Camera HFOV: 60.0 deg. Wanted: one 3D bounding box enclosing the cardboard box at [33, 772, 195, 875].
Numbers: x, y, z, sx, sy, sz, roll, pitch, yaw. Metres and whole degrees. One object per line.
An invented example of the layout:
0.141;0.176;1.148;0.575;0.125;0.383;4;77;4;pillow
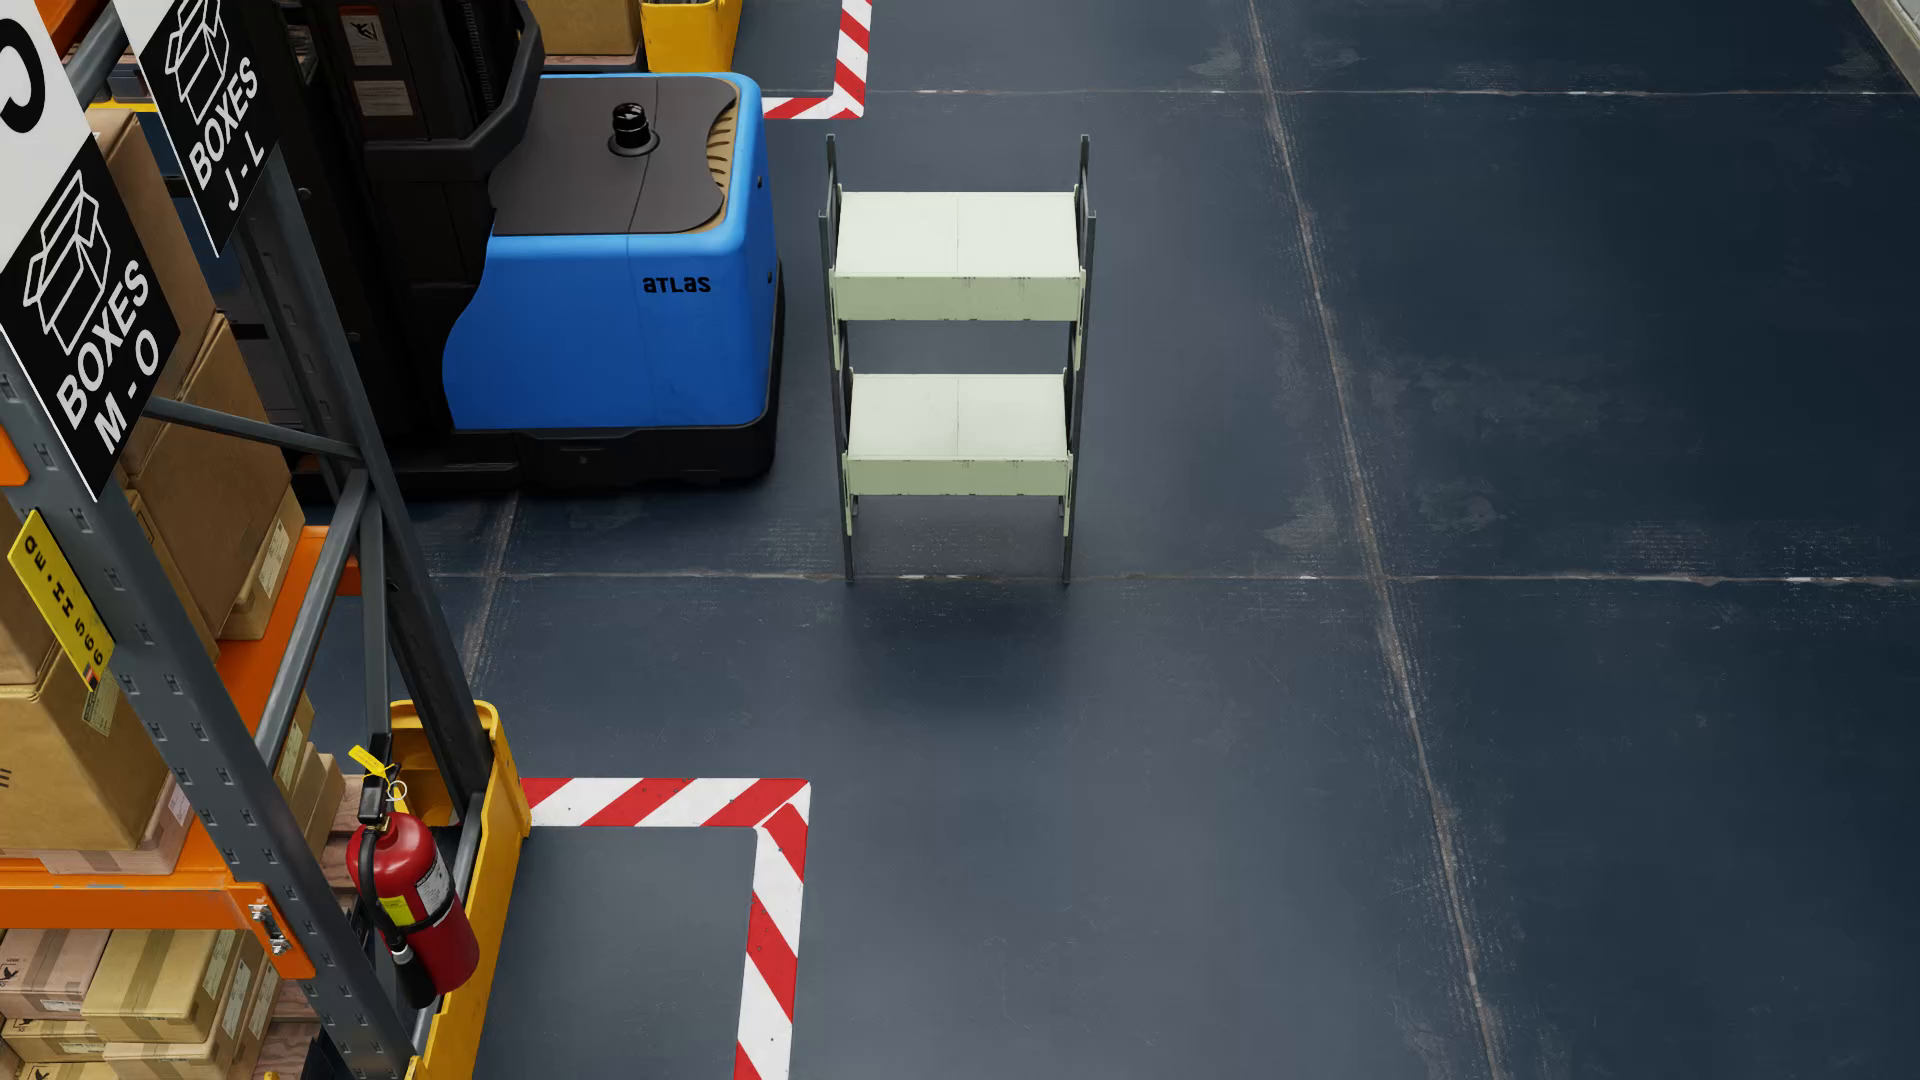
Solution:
-1.706;0.487;3.419;0.250;0.149;0.380;0;47;0;cardboard box

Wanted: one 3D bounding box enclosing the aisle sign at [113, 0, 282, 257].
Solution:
-1.305;-0.909;2.771;0.004;0.787;0.394;0;47;0;aisle sign

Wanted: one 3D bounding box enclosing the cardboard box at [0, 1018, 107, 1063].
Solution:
-2.169;1.090;4.144;0.250;0.149;0.380;-1;47;-1;cardboard box

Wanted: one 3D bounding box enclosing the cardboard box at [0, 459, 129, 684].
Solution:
-1.837;-0.100;2.839;0.500;0.500;0.500;-1;47;-1;cardboard box

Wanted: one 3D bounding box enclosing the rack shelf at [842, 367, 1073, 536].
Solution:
-0.007;-0.289;5.440;0.720;0.370;0.431;0;47;0;rack shelf

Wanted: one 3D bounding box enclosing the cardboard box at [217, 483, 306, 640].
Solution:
-1.701;0.041;3.835;0.250;0.149;0.380;0;47;0;cardboard box

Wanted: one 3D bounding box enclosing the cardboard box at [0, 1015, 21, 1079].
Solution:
-2.427;1.130;4.107;0.250;0.149;0.380;-2;47;-1;cardboard box

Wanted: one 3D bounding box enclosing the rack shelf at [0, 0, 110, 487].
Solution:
-3.379;-0.587;2.689;4.000;0.370;1.077;0;47;0;rack shelf

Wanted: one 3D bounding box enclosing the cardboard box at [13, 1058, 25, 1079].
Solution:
-2.427;1.185;4.259;0.250;0.149;0.380;0;47;0;cardboard box

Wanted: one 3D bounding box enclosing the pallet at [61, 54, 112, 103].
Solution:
-4.499;-2.436;7.873;1.213;0.211;1.003;0;47;0;pallet

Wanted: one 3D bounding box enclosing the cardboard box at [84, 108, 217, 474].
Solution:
-1.827;-0.476;3.189;0.500;0.500;0.500;0;47;0;cardboard box

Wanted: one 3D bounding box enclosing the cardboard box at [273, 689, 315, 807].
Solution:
-1.901;0.571;4.423;0.250;0.149;0.380;-2;47;-2;cardboard box

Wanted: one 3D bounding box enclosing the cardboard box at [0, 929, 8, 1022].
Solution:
-2.420;1.055;3.973;0.250;0.149;0.380;-1;47;-1;cardboard box

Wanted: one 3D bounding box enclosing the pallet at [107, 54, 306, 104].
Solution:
-3.276;-2.435;7.872;1.213;0.211;1.003;0;47;0;pallet

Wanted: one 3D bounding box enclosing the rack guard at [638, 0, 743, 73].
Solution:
-1.235;-2.583;7.813;0.348;0.500;1.175;0;47;0;rack guard

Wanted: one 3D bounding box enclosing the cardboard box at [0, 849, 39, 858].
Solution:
-1.954;0.459;3.445;0.250;0.149;0.380;0;47;0;cardboard box

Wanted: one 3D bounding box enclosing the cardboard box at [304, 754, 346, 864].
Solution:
-1.901;0.788;4.628;0.250;0.149;0.380;1;47;1;cardboard box

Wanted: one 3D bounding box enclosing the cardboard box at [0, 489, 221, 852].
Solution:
-1.829;0.247;3.199;0.500;0.500;0.500;1;47;1;cardboard box

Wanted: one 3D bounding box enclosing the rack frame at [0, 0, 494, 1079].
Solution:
-1.379;0.196;3.519;0.127;3.000;1.000;0;47;0;rack frame

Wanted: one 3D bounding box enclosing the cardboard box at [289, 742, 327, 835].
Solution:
-1.902;0.733;4.476;0.250;0.149;0.380;2;47;2;cardboard box

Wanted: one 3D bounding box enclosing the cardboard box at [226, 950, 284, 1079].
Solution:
-1.906;1.175;4.268;0.250;0.149;0.380;1;47;1;cardboard box

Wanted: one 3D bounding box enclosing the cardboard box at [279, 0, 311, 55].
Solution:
-2.809;-2.799;7.471;0.875;0.875;0.875;0;47;0;cardboard box

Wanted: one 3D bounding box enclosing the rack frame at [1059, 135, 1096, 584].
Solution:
0.359;-0.510;5.200;0.023;1.500;0.400;0;47;0;rack frame

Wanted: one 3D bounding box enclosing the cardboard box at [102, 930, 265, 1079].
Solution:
-1.908;1.130;4.106;0.250;0.149;0.380;-1;47;-1;cardboard box

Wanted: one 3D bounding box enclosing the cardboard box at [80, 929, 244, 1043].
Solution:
-1.909;1.005;4.019;0.250;0.149;0.380;1;47;1;cardboard box

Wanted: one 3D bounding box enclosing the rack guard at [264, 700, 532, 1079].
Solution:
-1.455;1.047;4.434;0.348;0.500;1.175;0;47;0;rack guard

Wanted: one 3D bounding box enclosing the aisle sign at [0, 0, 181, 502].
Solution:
-1.307;-0.470;2.362;0.004;0.787;0.394;0;47;0;aisle sign

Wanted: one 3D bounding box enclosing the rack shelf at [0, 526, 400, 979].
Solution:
-3.379;0.435;3.787;4.000;0.370;1.077;0;47;0;rack shelf

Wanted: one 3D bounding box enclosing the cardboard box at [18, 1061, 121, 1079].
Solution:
-2.163;1.249;4.199;0.250;0.149;0.380;1;47;1;cardboard box

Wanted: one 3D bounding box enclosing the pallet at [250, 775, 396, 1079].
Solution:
-2.267;1.117;4.566;1.213;0.211;1.003;0;47;0;pallet

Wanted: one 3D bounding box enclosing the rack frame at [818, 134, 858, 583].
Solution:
-0.373;-0.512;5.202;0.023;1.500;0.400;0;47;0;rack frame

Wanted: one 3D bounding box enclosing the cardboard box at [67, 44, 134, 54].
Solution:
-3.699;-2.802;7.473;0.875;0.875;0.875;0;47;0;cardboard box

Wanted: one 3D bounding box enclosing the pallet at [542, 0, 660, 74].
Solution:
-2.059;-2.429;7.867;1.213;0.211;1.003;0;47;0;pallet

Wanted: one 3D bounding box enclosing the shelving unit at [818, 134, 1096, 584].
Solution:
-0.007;-0.511;5.201;0.755;1.500;0.431;0;47;0;shelving unit

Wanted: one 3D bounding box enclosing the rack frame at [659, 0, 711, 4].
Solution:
-1.259;-3.435;6.898;0.127;3.000;1.000;0;47;0;rack frame

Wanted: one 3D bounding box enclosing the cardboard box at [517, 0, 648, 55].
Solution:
-1.899;-2.797;7.469;0.875;0.875;0.875;0;47;0;cardboard box

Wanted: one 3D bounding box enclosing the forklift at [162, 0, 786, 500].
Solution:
-2.187;-1.530;5.172;3.031;2.935;1.130;-1;47;-1;forklift

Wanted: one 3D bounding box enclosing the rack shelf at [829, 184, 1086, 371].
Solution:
-0.007;-0.777;4.915;0.720;0.370;0.431;0;47;0;rack shelf

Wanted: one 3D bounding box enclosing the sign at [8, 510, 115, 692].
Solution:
-1.401;0.100;2.601;0.005;0.325;0.100;0;47;0;sign

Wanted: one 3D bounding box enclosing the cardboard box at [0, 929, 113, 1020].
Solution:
-2.160;0.963;4.059;0.250;0.149;0.380;1;47;1;cardboard box

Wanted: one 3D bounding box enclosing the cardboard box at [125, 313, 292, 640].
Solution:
-1.827;-0.143;3.562;0.500;0.500;0.500;2;47;2;cardboard box

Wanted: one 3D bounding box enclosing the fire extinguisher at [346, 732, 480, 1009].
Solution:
-1.129;0.688;3.368;0.183;0.674;0.296;0;47;0;fire extinguisher
